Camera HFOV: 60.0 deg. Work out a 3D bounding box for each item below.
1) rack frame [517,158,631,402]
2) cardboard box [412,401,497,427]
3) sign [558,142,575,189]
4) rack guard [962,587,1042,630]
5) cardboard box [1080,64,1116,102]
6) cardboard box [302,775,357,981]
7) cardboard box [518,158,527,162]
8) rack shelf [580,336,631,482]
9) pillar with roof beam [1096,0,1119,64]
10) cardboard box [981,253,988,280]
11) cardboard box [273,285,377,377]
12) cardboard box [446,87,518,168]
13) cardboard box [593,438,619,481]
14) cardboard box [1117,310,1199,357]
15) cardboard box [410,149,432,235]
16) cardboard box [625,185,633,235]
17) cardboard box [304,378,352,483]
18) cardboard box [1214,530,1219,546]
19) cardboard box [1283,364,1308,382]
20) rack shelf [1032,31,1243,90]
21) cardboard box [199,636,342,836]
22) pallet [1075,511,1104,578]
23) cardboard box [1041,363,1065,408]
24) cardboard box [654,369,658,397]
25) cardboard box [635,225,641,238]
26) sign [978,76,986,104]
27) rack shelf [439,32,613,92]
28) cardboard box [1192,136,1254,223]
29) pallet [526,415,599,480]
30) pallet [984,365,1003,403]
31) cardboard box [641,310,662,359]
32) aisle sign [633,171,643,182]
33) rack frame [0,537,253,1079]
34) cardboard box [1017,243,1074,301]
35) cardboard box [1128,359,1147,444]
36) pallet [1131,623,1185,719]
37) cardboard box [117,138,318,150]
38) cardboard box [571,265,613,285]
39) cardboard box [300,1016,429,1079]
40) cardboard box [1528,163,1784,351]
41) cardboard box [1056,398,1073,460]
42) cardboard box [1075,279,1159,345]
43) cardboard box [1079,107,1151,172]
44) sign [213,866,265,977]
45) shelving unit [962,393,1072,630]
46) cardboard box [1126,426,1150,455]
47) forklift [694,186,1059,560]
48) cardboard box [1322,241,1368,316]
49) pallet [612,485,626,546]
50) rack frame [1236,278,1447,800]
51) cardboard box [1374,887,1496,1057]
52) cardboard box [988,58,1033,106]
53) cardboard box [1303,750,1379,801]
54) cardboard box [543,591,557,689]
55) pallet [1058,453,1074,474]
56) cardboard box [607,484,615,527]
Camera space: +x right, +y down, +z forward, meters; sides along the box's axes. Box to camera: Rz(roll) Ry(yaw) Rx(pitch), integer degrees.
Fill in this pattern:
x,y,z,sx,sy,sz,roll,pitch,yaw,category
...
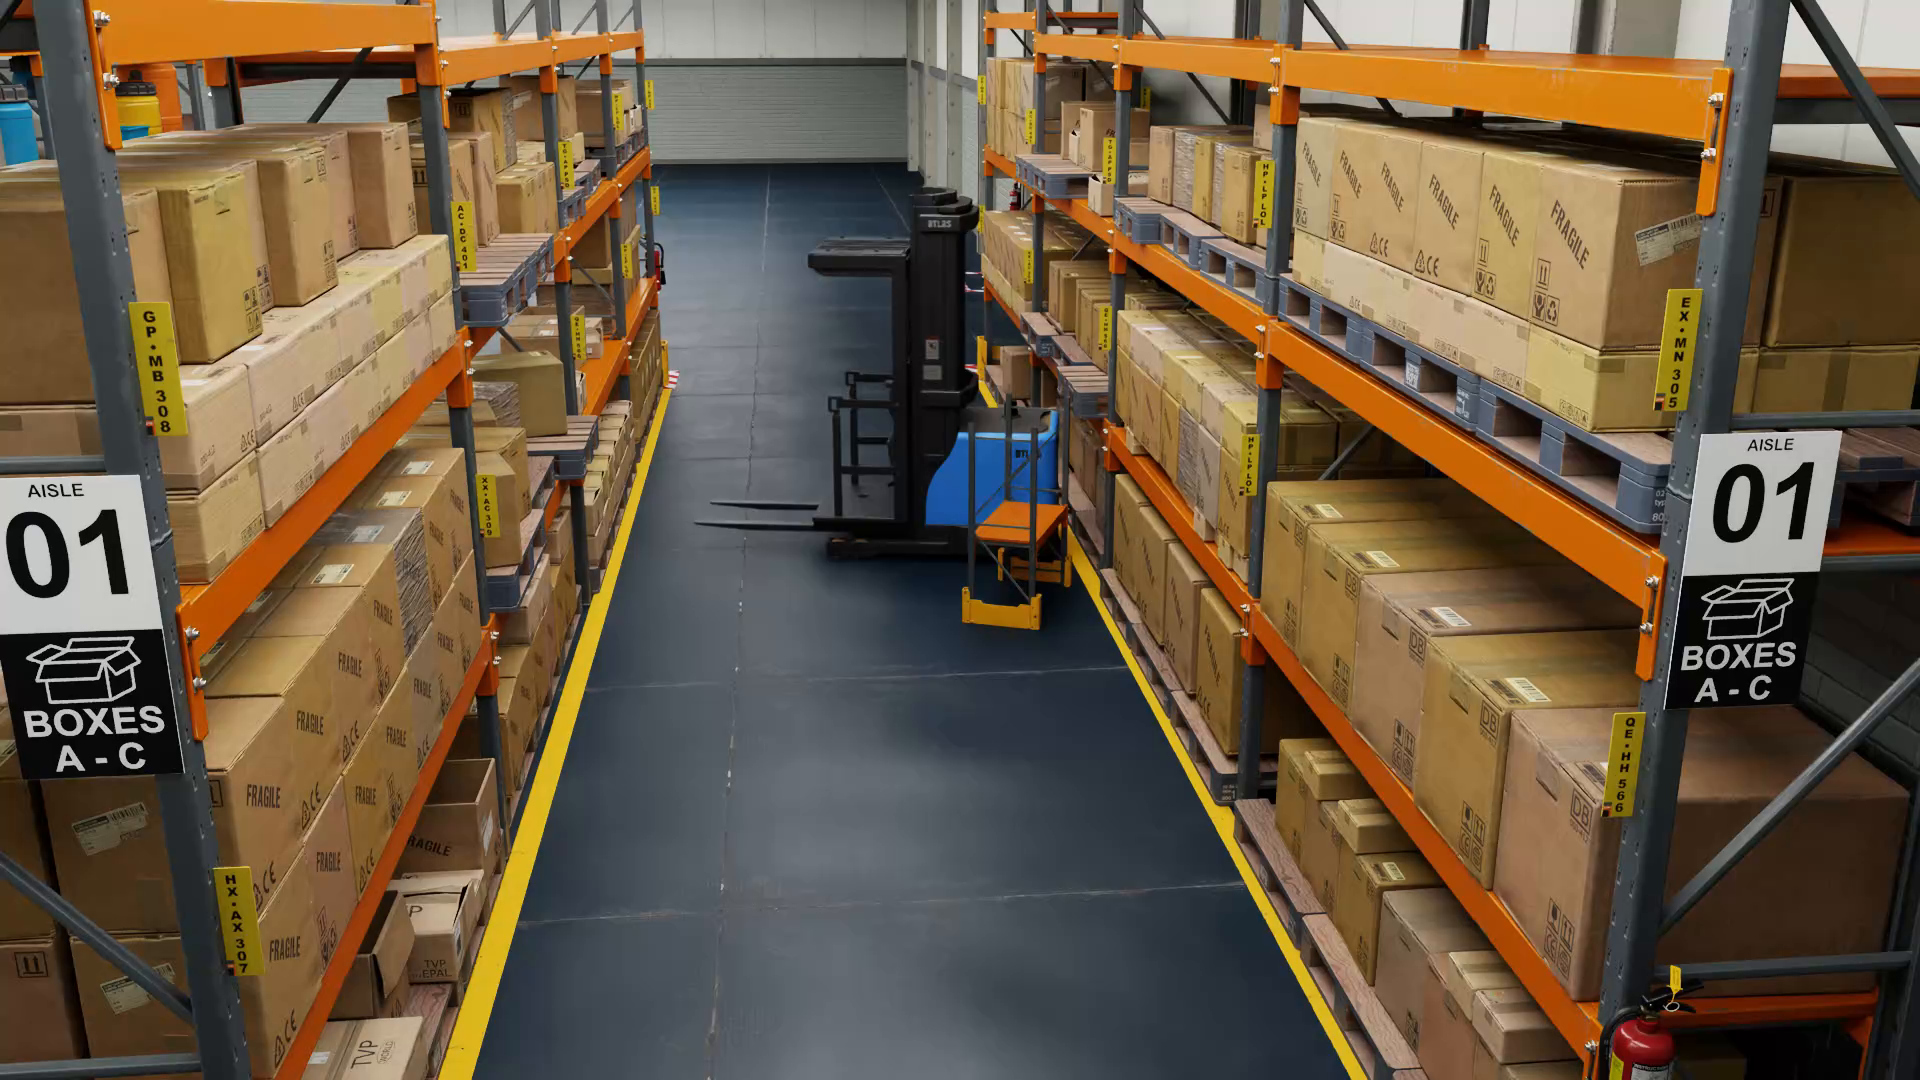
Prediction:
x,y,z,sx,sy,sz,roll,pitch,yaw,category
-3.714,-2.121,15.924,1.000,3.000,0.127,-2,18,-6,rack frame
-3.132,-0.510,9.925,0.700,0.500,0.500,-6,19,-20,cardboard box
-2.761,-2.623,11.653,0.100,0.325,0.005,-2,18,-6,sign
0.304,0.500,12.168,0.587,0.250,0.087,5,18,16,rack guard
1.447,-4.395,16.291,0.500,0.500,0.500,-1,17,-4,cardboard box
-2.318,1.113,5.457,0.500,0.500,0.500,-2,18,-6,cardboard box
-3.404,-2.622,12.063,0.500,0.250,0.500,-3,18,-10,cardboard box
-3.508,-1.182,14.134,1.077,0.370,4.000,-2,18,-6,rack shelf
-2.549,-6.014,18.310,9.100,9.000,0.400,-2,18,-6,pillar with roof beam
0.535,-3.249,19.736,0.500,0.250,0.500,-2,18,-7,cardboard box
-2.420,-0.752,5.972,0.500,0.250,0.500,-2,18,-6,cardboard box
-3.263,-2.755,11.099,0.500,0.500,0.500,-2,18,-6,cardboard box
-3.230,-0.712,14.389,0.500,0.311,0.500,-2,18,-6,cardboard box
1.419,-1.488,11.961,0.500,0.250,0.500,-1,17,-4,cardboard box
-2.867,-1.616,8.275,0.600,0.600,0.600,-3,18,-11,cardboard box
-4.026,-3.667,18.518,0.700,0.500,0.500,-2,18,-7,cardboard box
-2.368,-0.364,5.572,0.500,0.250,0.500,-2,18,-6,cardboard box
1.690,-0.026,9.638,0.380,0.149,0.250,-1,17,-4,cardboard box
2.133,-0.898,10.082,0.500,0.250,0.500,-2,18,-7,cardboard box
1.419,-4.007,13.786,1.077,0.370,4.000,-2,18,-6,rack shelf
-2.321,0.634,5.314,0.500,0.500,0.500,-2,18,-5,cardboard box
1.546,0.014,13.779,1.003,0.211,1.213,-2,18,-6,pallet
1.066,-1.600,17.705,0.500,0.500,0.500,-3,18,-10,cardboard box
-3.660,-1.753,18.642,0.500,0.250,0.500,-2,18,-6,cardboard box
-3.897,-3.562,19.264,0.380,0.149,0.250,-2,18,-7,cardboard box
0.261,-5.298,19.577,0.100,0.325,0.005,-2,18,-6,sign
-3.508,-3.853,13.295,1.077,0.370,4.000,-2,18,-6,rack shelf
1.884,-2.308,10.610,0.700,0.500,0.500,-1,17,-3,cardboard box
-3.162,-0.638,11.521,1.213,0.211,1.003,-2,18,-6,pallet
0.857,-1.870,19.782,1.003,0.211,1.213,-2,18,-6,pallet
-3.775,-2.408,19.477,0.500,0.500,0.500,-2,18,-6,cardboard box
-3.841,-4.581,19.422,0.394,0.787,0.004,-2,18,-6,aisle sign
-2.476,1.455,4.536,1.000,3.000,0.127,-2,18,-6,rack frame
0.857,-2.702,16.740,0.500,0.500,0.500,-2,18,-6,cardboard box
1.466,-0.973,11.573,0.500,0.500,0.500,-1,17,-4,cardboard box
1.755,0.847,11.126,1.003,0.211,1.213,-2,18,-6,pallet
-2.832,-1.247,6.298,0.700,0.500,0.500,-2,18,-6,cardboard box
-3.549,-2.564,16.086,0.380,0.149,0.250,-2,18,-6,cardboard box
-2.353,2.088,6.375,0.500,0.250,0.500,-2,18,-6,cardboard box
2.104,-0.875,5.078,0.500,0.500,0.500,-2,18,-6,cardboard box
1.305,-1.073,16.027,0.700,0.500,0.500,-1,17,-4,cardboard box
1.381,-2.018,14.695,0.700,0.500,0.500,1,17,2,cardboard box
1.317,-3.421,14.191,0.500,0.500,0.500,-2,18,-8,cardboard box
-1.936,1.025,4.460,0.100,0.325,0.005,-2,18,-6,sign
0.446,-0.239,12.436,0.587,1.500,1.083,5,18,16,shelving unit
1.390,-0.710,11.818,0.380,0.149,0.250,-1,17,-4,cardboard box
-0.691,-1.393,13.720,3.031,2.935,1.130,1,17,4,forklift
1.886,-1.133,7.152,0.500,0.250,0.500,-2,18,-7,cardboard box
-3.470,-0.208,14.486,1.003,0.211,1.213,-2,18,-6,pallet
2.038,0.109,8.823,1.000,3.000,0.127,-2,18,-6,rack frame
2.175,1.788,6.945,0.700,0.500,0.500,-2,18,-7,cardboard box
0.600,-5.159,18.724,0.500,0.500,0.500,-2,18,-6,cardboard box
1.867,1.125,7.975,0.380,0.149,0.250,-1,17,-4,cardboard box
-2.858,0.636,10.584,0.500,0.500,0.500,-2,18,-8,cardboard box
1.295,-0.712,16.094,1.003,0.211,1.213,-2,18,-6,pallet
-3.176,-0.287,13.973,0.500,0.250,0.500,-2,18,-7,cardboard box
